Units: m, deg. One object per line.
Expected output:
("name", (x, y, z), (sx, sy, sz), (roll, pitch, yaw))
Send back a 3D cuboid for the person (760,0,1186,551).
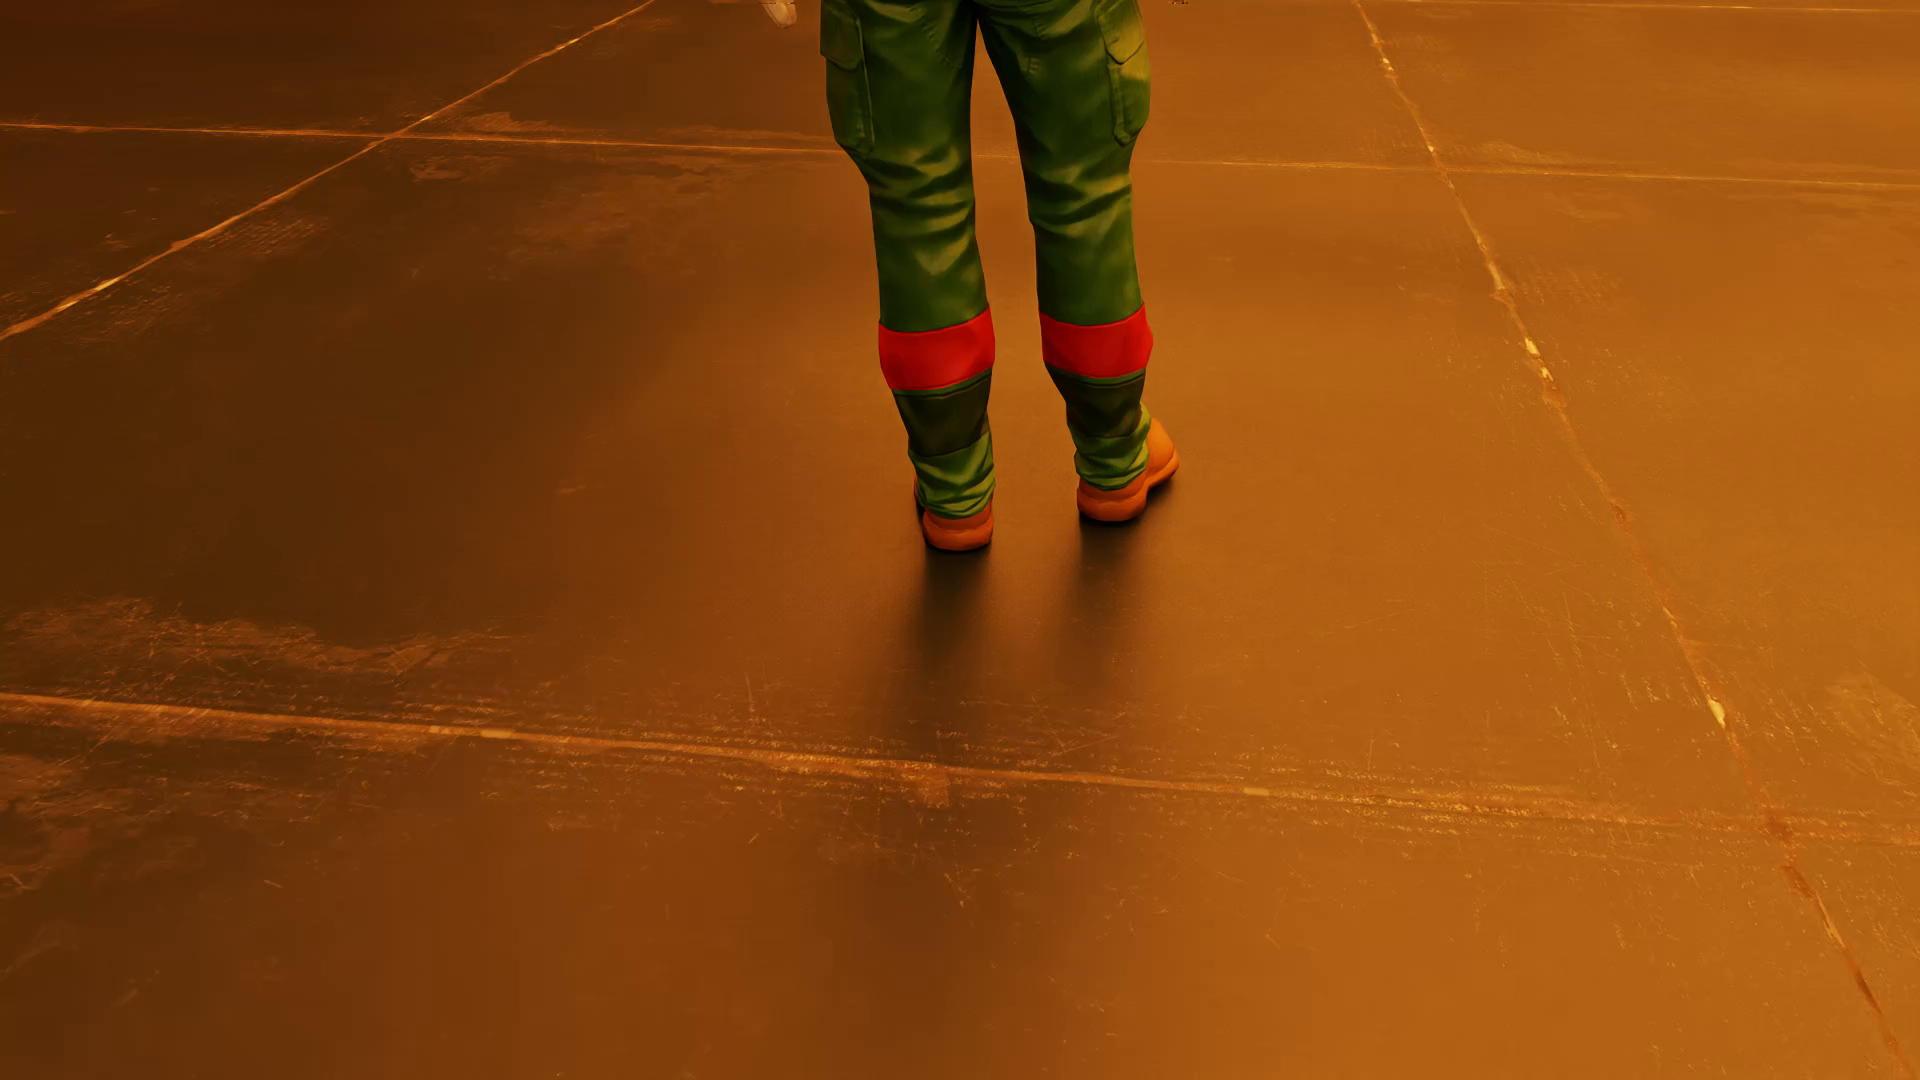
("person", (0.021, -0.842, 2.168), (0.638, 1.789, 0.562), (3, 27, 7))
